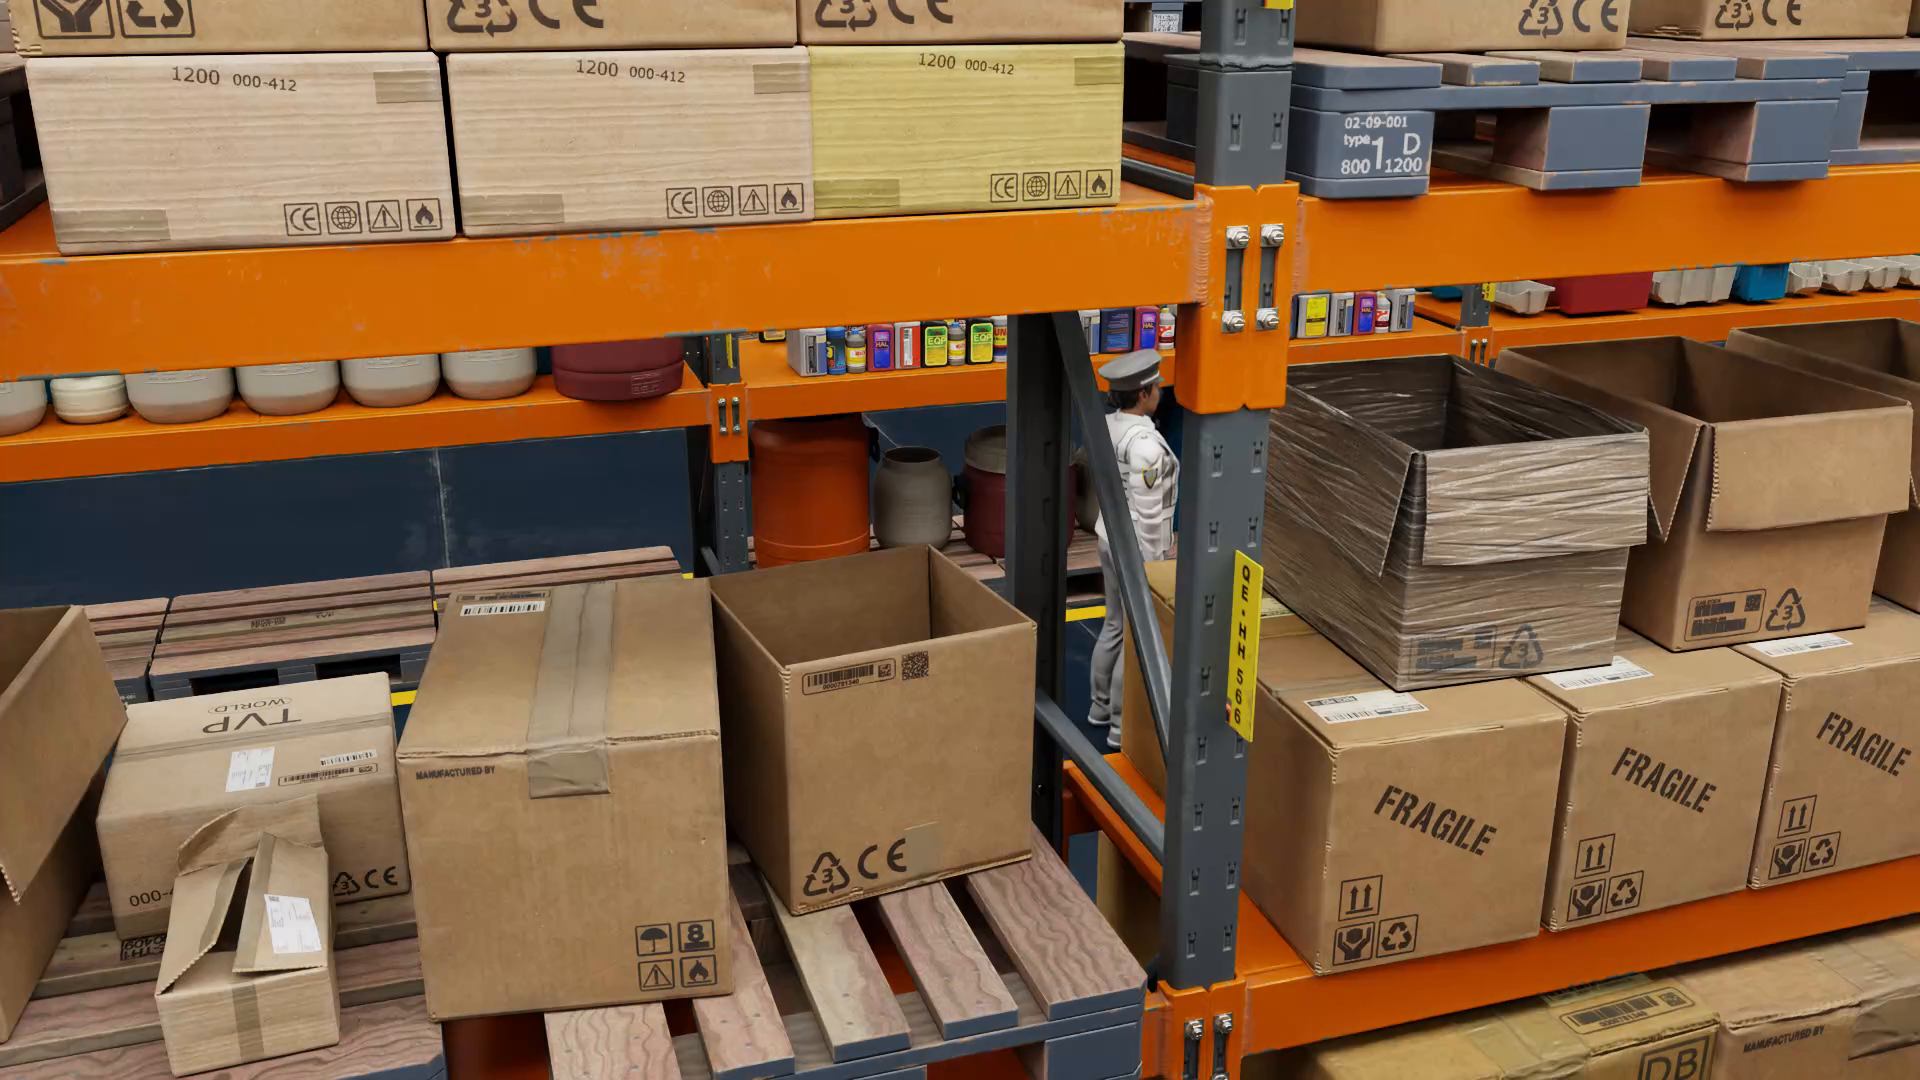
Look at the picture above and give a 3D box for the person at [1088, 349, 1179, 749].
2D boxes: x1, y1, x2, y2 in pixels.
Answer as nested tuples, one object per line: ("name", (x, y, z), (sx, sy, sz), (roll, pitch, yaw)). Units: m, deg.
("person", (0.729, 0.038, 6.944), (0.344, 1.692, 0.466), (-6, 20, -16))
